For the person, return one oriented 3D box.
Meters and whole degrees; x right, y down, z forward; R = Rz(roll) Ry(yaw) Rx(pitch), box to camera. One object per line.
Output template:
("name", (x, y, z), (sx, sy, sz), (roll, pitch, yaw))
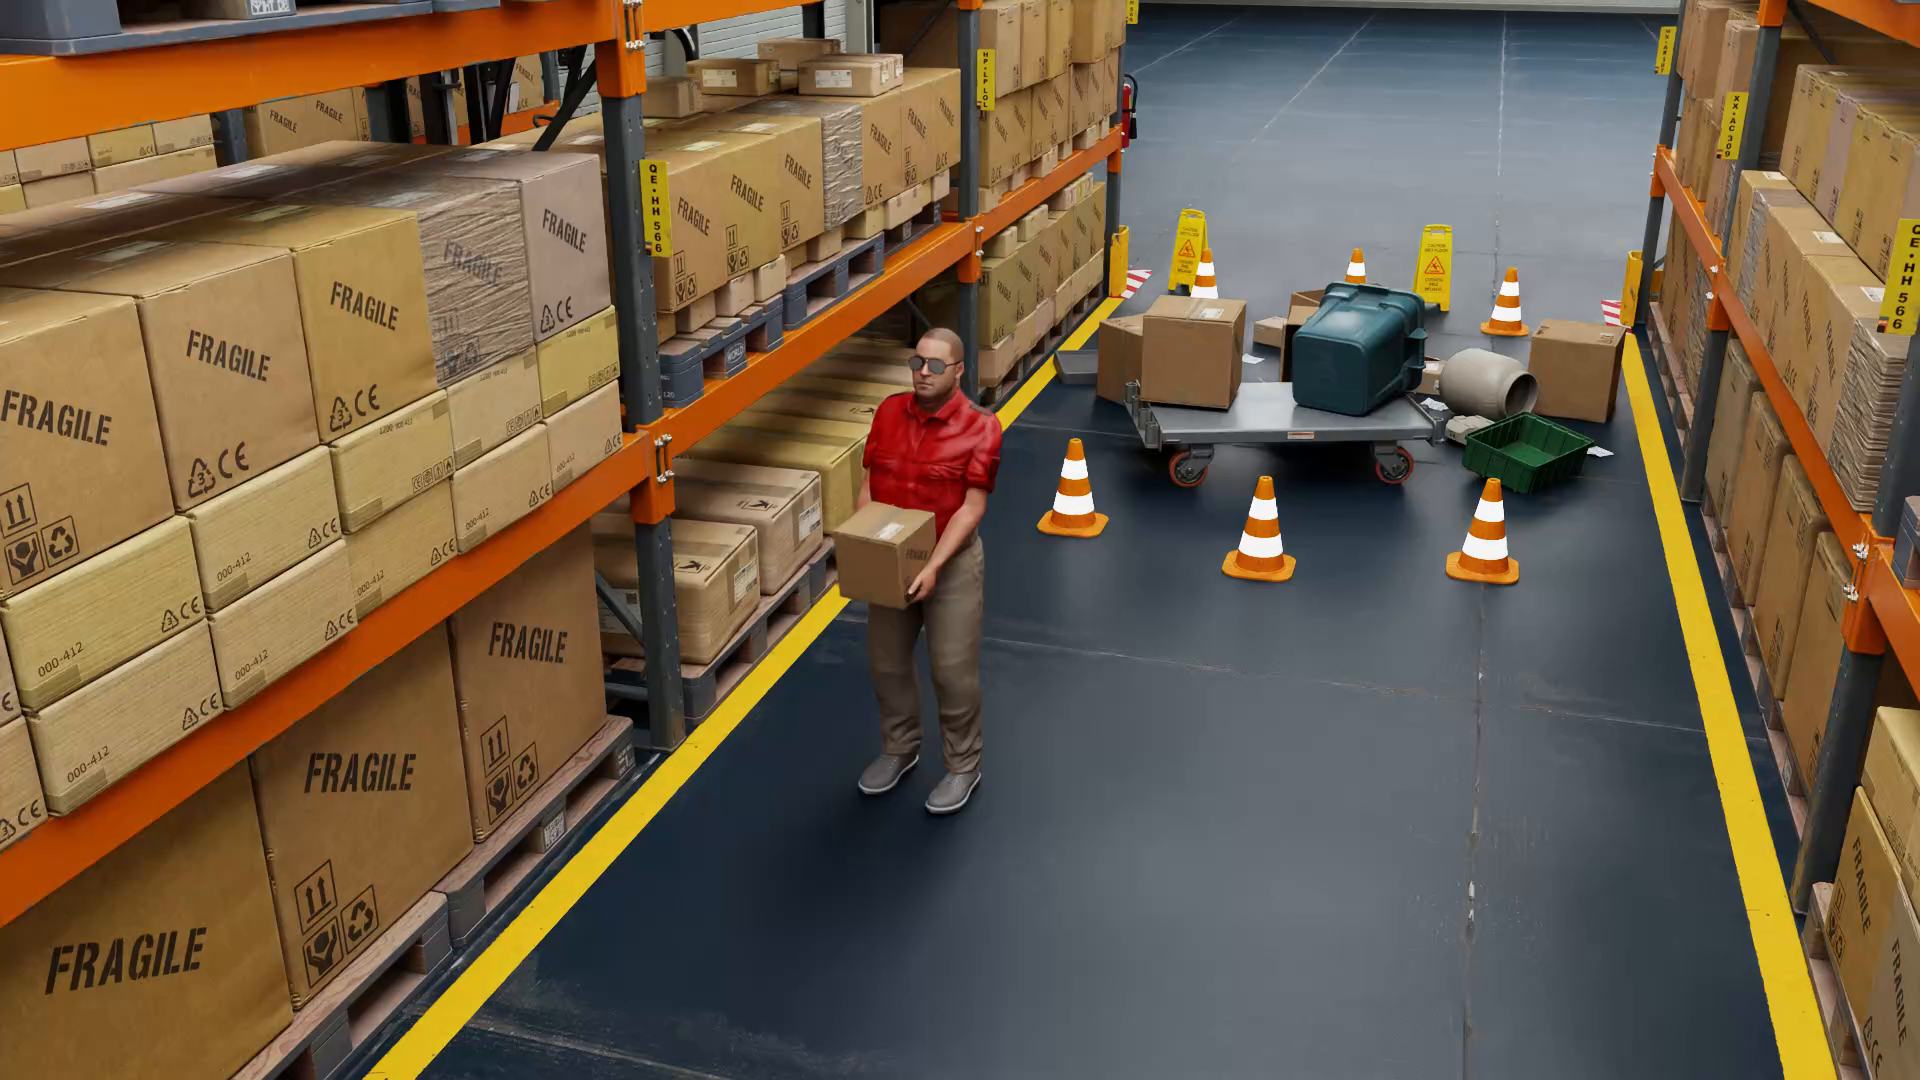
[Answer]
("person", (-0.144, 0.121, 5.797), (0.527, 1.731, 0.496), (11, 24, 26))
